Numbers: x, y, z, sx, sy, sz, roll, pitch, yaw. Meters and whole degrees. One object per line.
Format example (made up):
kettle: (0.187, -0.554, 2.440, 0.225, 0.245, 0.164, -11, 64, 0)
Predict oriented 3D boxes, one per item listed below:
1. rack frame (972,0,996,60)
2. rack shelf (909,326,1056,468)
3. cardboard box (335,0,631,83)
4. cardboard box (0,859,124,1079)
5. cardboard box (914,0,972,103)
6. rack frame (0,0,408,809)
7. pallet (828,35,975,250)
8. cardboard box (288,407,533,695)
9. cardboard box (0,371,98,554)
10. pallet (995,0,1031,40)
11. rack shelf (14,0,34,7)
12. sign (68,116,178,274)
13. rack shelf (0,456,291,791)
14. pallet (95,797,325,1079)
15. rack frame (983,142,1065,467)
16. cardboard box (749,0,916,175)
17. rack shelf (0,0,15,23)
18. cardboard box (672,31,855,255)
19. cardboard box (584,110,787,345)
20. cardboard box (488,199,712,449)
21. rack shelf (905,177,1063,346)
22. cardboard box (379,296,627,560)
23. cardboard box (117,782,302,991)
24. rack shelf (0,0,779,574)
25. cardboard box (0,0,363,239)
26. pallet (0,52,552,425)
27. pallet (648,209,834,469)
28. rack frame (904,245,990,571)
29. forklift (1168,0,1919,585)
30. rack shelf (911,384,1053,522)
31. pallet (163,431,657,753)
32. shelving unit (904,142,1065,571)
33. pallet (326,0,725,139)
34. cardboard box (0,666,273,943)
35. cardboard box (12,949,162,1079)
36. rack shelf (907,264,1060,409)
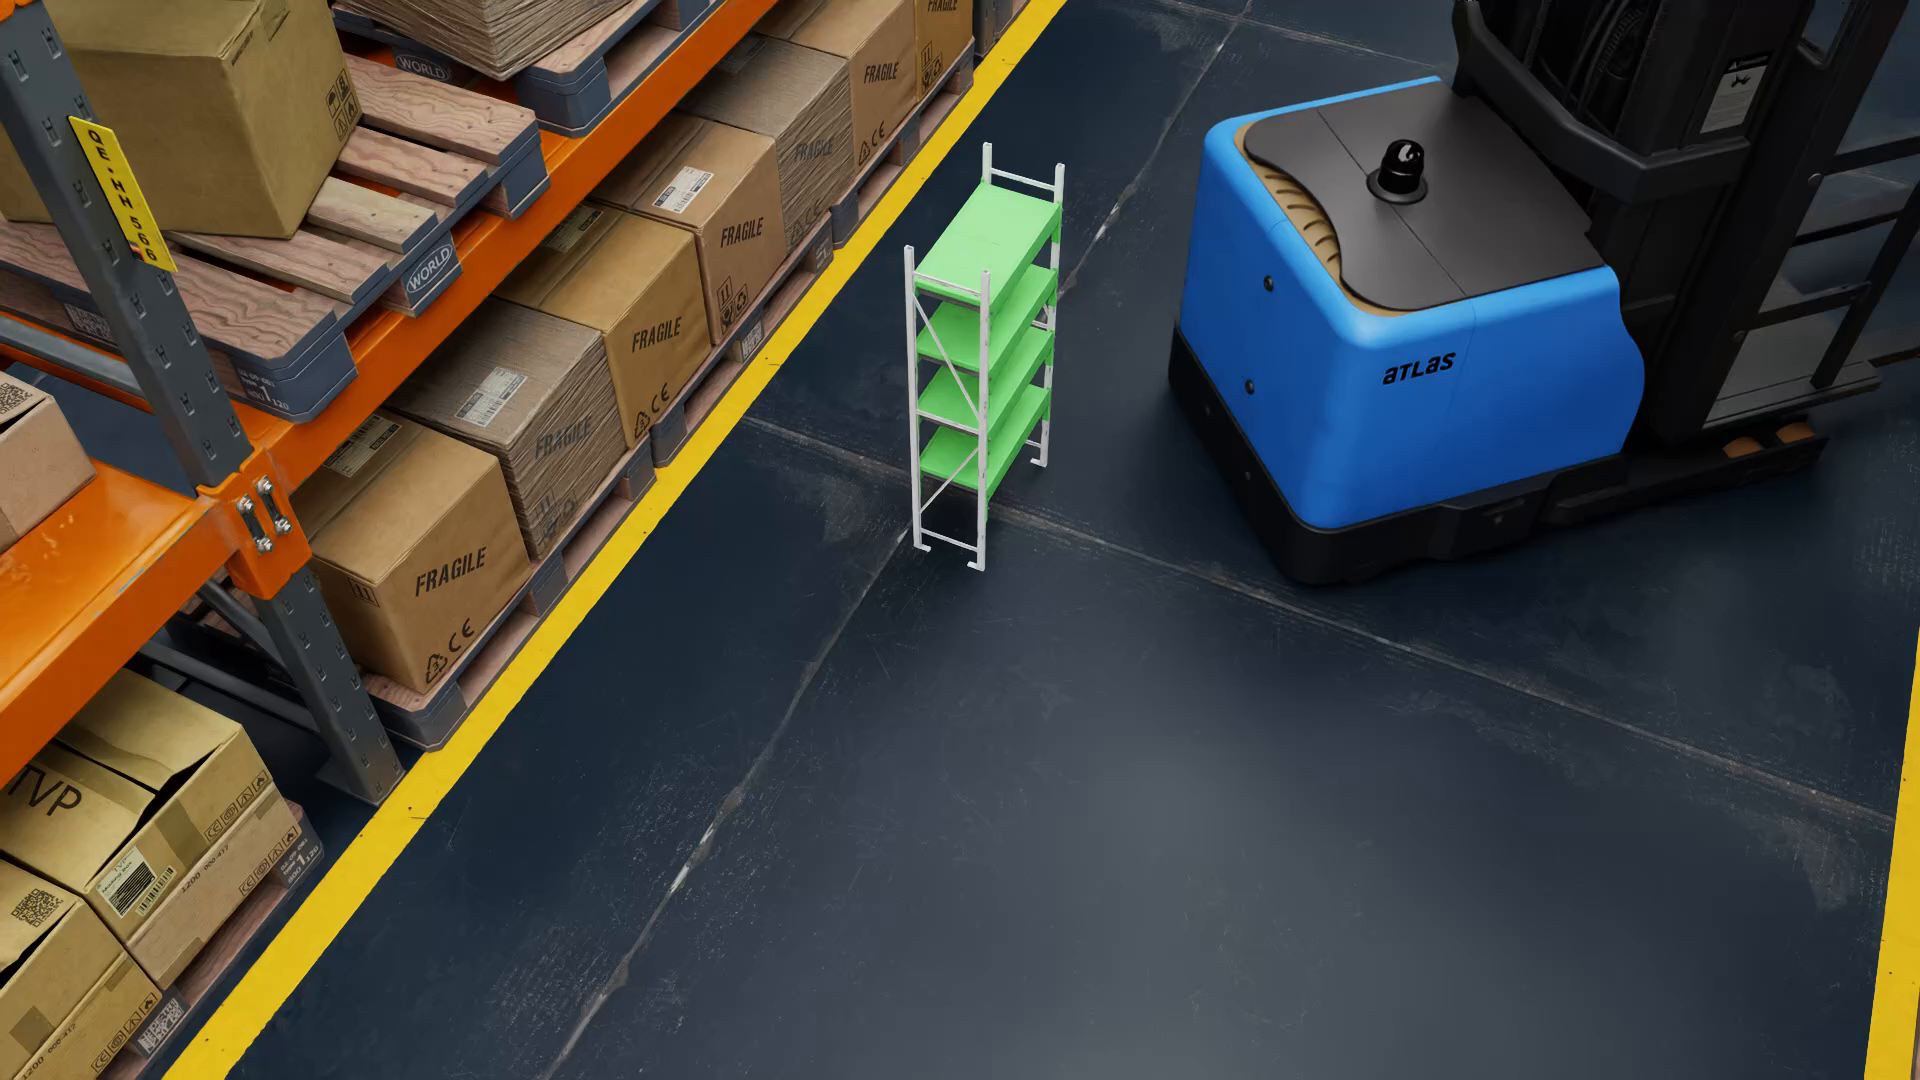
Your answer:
rack frame: (-0.328, -3.187, 5.992, 1.000, 3.000, 0.127, 20, 52, 16)
rack shelf: (0.071, -0.461, 4.939, 0.258, 0.148, 0.480, 20, 52, 16)
cardboard box: (-1.307, -1.639, 4.334, 0.700, 0.500, 0.500, 29, 56, 23)
cardboard box: (-2.255, 0.942, 3.641, 0.500, 0.311, 0.500, 19, 52, 16)
cardboard box: (-0.280, -2.086, 6.408, 0.500, 0.500, 0.500, 20, 52, 16)
rack frame: (-2.037, -0.432, 3.648, 1.000, 3.000, 0.127, 20, 52, 16)
pallet: (-0.642, -1.711, 6.567, 1.003, 0.211, 1.213, 20, 52, 16)
cardboard box: (-1.584, 0.015, 4.620, 0.500, 0.500, 0.500, 22, 53, 18)
cardboard box: (-2.232, -0.167, 3.481, 0.500, 0.311, 0.500, 23, 53, 18)
pallet: (-0.034, -2.756, 7.456, 1.003, 0.211, 1.213, 20, 52, 16)
rack shelf: (-1.183, -2.549, 3.952, 1.077, 0.370, 4.000, 20, 52, 16)
sign: (-1.534, -0.629, 3.056, 0.100, 0.325, 0.005, 20, 52, 16)
rack shelf: (-2.892, 1.178, 2.750, 1.077, 0.370, 4.000, 20, 52, 16)
pallet: (-2.424, 1.025, 4.239, 1.003, 0.211, 1.213, 20, 52, 16)
rack frame: (0.175, -0.671, 5.033, 0.240, 1.200, 0.015, 20, 52, 16)
cardboard box: (-0.499, -1.749, 6.121, 0.500, 0.500, 0.500, 20, 52, 16)
rack shelf: (-2.892, 0.206, 1.608, 1.077, 0.370, 4.000, 20, 52, 16)
cardboard box: (-0.713, -1.403, 5.827, 0.500, 0.500, 0.500, 20, 53, 17)
cardboard box: (-0.929, -1.052, 5.528, 0.500, 0.500, 0.500, 18, 52, 15)
cardboard box: (-1.147, -0.691, 5.221, 0.500, 0.500, 0.500, 19, 52, 16)
rack shelf: (0.071, -0.772, 4.573, 0.258, 0.148, 0.480, 20, 52, 16)
cardboard box: (-1.366, -0.348, 4.929, 0.500, 0.500, 0.500, 18, 52, 15)
cardboard box: (-2.041, 0.764, 4.160, 0.500, 0.250, 0.500, 21, 53, 17)
rack shelf: (-1.183, -1.576, 5.094, 1.077, 0.370, 4.000, 20, 52, 16)
cardboard box: (-1.870, -1.071, 3.851, 0.700, 0.500, 0.500, 4, 50, 4)
pallet: (-1.811, -0.860, 4.138, 1.213, 0.211, 1.003, 20, 52, 16)
pallet: (-1.162, -0.868, 5.850, 1.003, 0.211, 1.213, 20, 52, 16)
rack frame: (-0.034, -0.335, 4.747, 0.240, 1.200, 0.015, 20, 52, 16)
forklift: (2.277, -1.494, 4.597, 3.031, 2.935, 1.130, -14, 51, -12)
rack shelf: (0.071, -0.306, 5.121, 0.258, 0.148, 0.480, 20, 52, 16)
pallet: (-1.684, -0.031, 5.137, 1.003, 0.211, 1.213, 20, 52, 16)
shelving unit: (0.071, -0.503, 4.890, 0.258, 1.200, 0.503, 20, 52, 16)
pallet: (-1.211, -1.711, 4.862, 1.003, 0.211, 1.213, 20, 52, 16)
cardboard box: (-2.038, 0.582, 3.947, 0.500, 0.311, 0.500, 21, 53, 17)
cardboard box: (-2.258, 1.120, 3.857, 0.500, 0.250, 0.500, 19, 52, 16)
rack shelf: (0.071, -0.617, 4.756, 0.258, 0.148, 0.480, 20, 52, 16)
